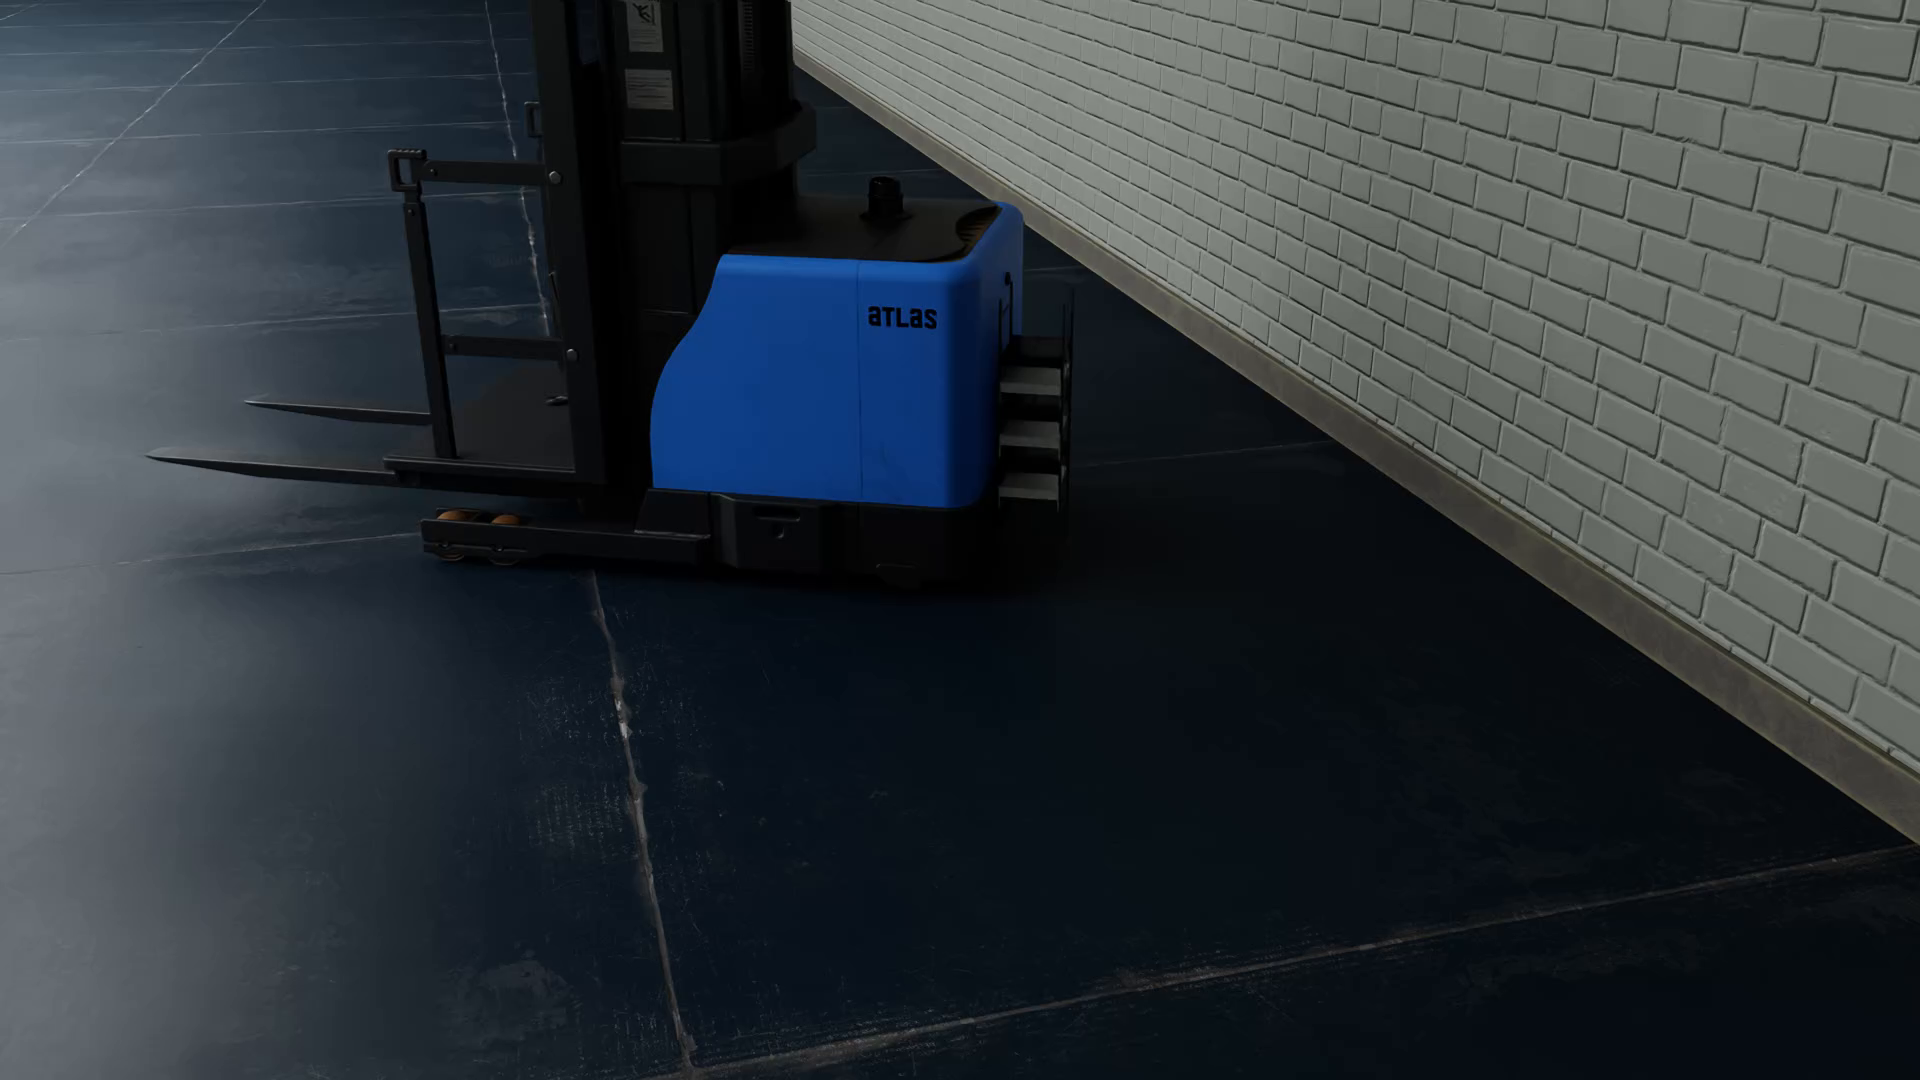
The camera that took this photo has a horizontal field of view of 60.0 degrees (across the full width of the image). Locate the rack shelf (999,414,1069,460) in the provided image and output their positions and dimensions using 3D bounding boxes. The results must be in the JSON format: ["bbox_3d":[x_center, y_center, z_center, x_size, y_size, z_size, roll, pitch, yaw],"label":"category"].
[{"bbox_3d":[0.248,-0.348,5.505,0.200,0.077,0.258,4,24,10],"label":"rack shelf"}]

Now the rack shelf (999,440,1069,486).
[{"bbox_3d":[0.248,-0.266,5.541,0.200,0.077,0.258,4,24,10],"label":"rack shelf"}]

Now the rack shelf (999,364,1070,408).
[{"bbox_3d":[0.248,-0.514,5.434,0.200,0.077,0.258,4,24,10],"label":"rack shelf"}]

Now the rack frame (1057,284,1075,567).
[{"bbox_3d":[0.348,-0.372,5.475,0.006,0.900,0.240,4,24,10],"label":"rack frame"}]

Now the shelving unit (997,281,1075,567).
[{"bbox_3d":[0.248,-0.379,5.492,0.210,0.900,0.258,4,24,10],"label":"shelving unit"}]

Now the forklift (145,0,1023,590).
[{"bbox_3d":[-1.336,-1.459,5.434,3.031,2.935,1.130,4,24,10],"label":"forklift"}]

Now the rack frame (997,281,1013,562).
[{"bbox_3d":[0.148,-0.387,5.510,0.006,0.900,0.240,4,24,10],"label":"rack frame"}]

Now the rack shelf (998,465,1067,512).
[{"bbox_3d":[0.248,-0.183,5.576,0.200,0.077,0.258,4,24,10],"label":"rack shelf"}]

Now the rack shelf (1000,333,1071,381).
[{"bbox_3d":[0.248,-0.597,5.399,0.200,0.077,0.258,4,24,10],"label":"rack shelf"}]

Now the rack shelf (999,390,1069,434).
[{"bbox_3d":[0.248,-0.431,5.470,0.200,0.077,0.258,4,24,10],"label":"rack shelf"}]
